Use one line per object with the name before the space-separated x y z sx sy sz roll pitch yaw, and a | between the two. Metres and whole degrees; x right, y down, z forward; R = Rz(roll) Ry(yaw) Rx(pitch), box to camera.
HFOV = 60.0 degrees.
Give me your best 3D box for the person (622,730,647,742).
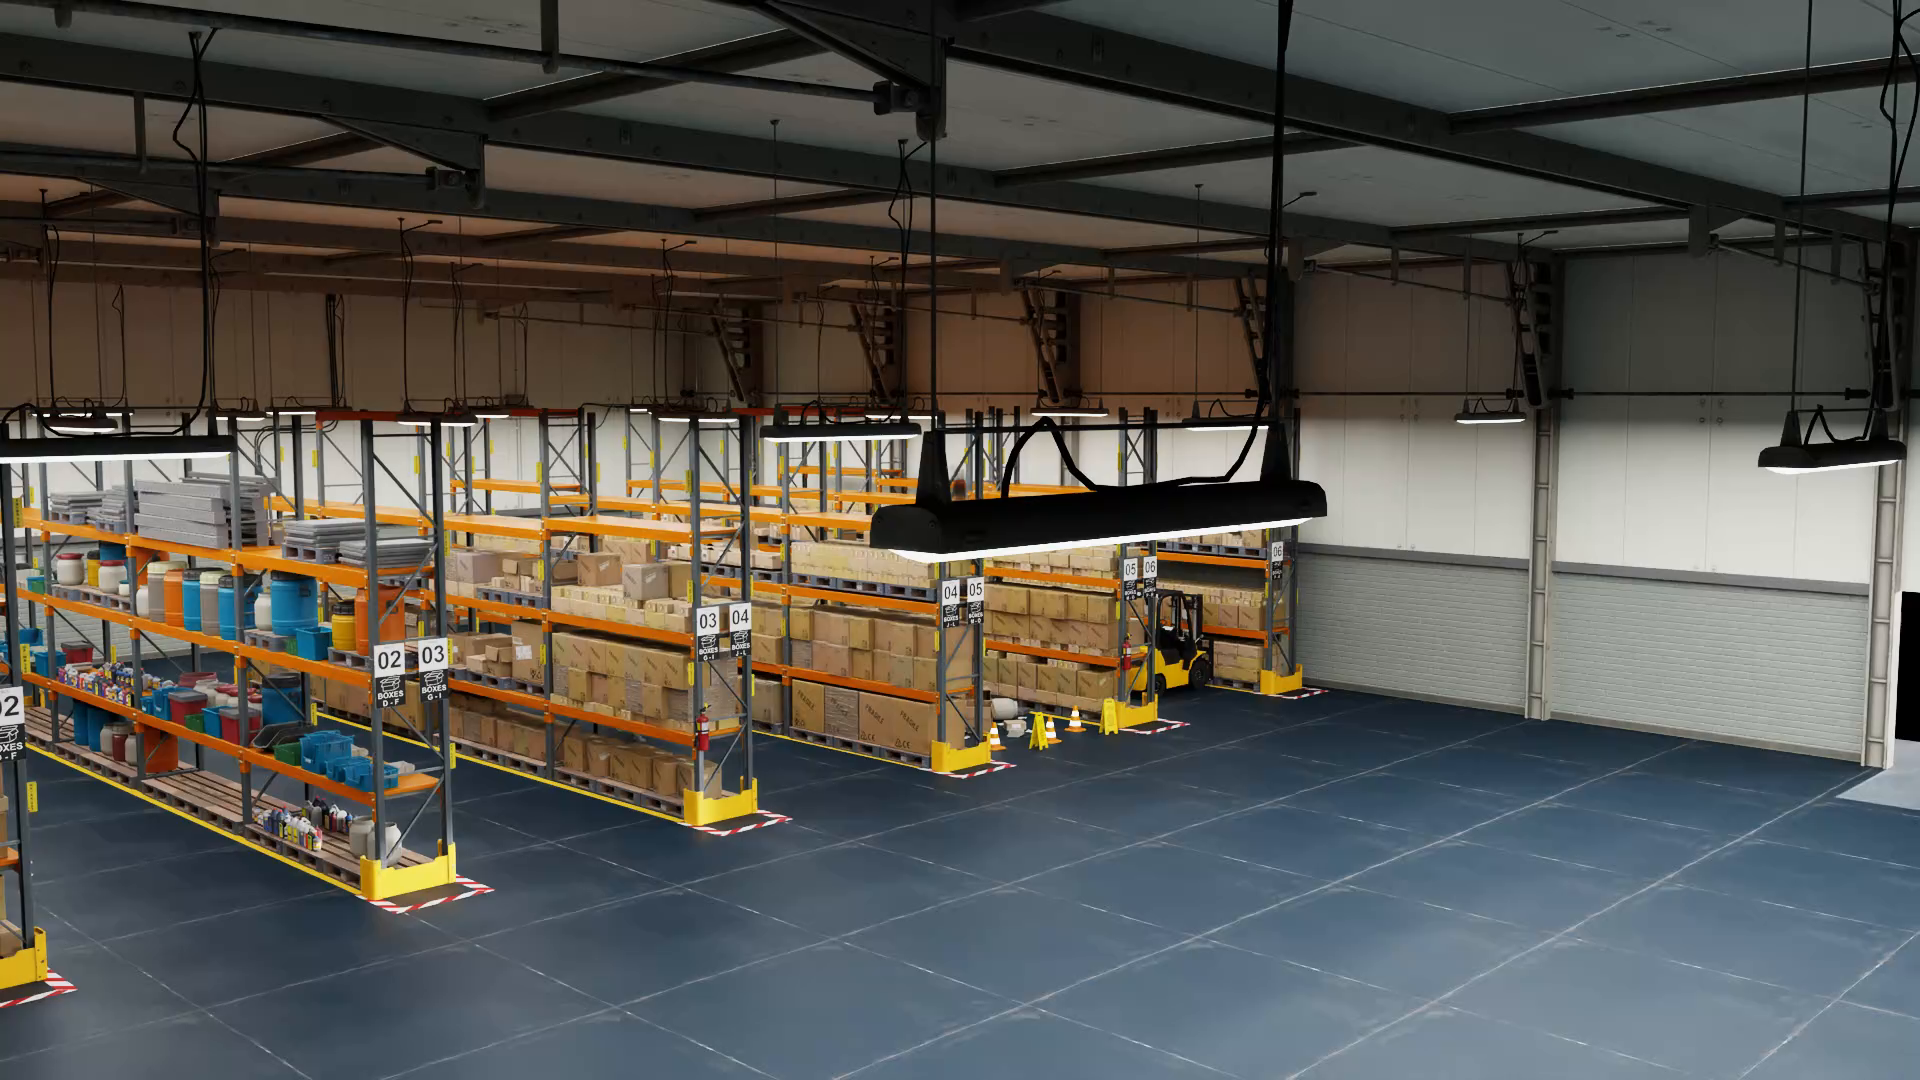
person | -6.006 2.814 30.319 0.729 1.692 0.576 3 6 33
